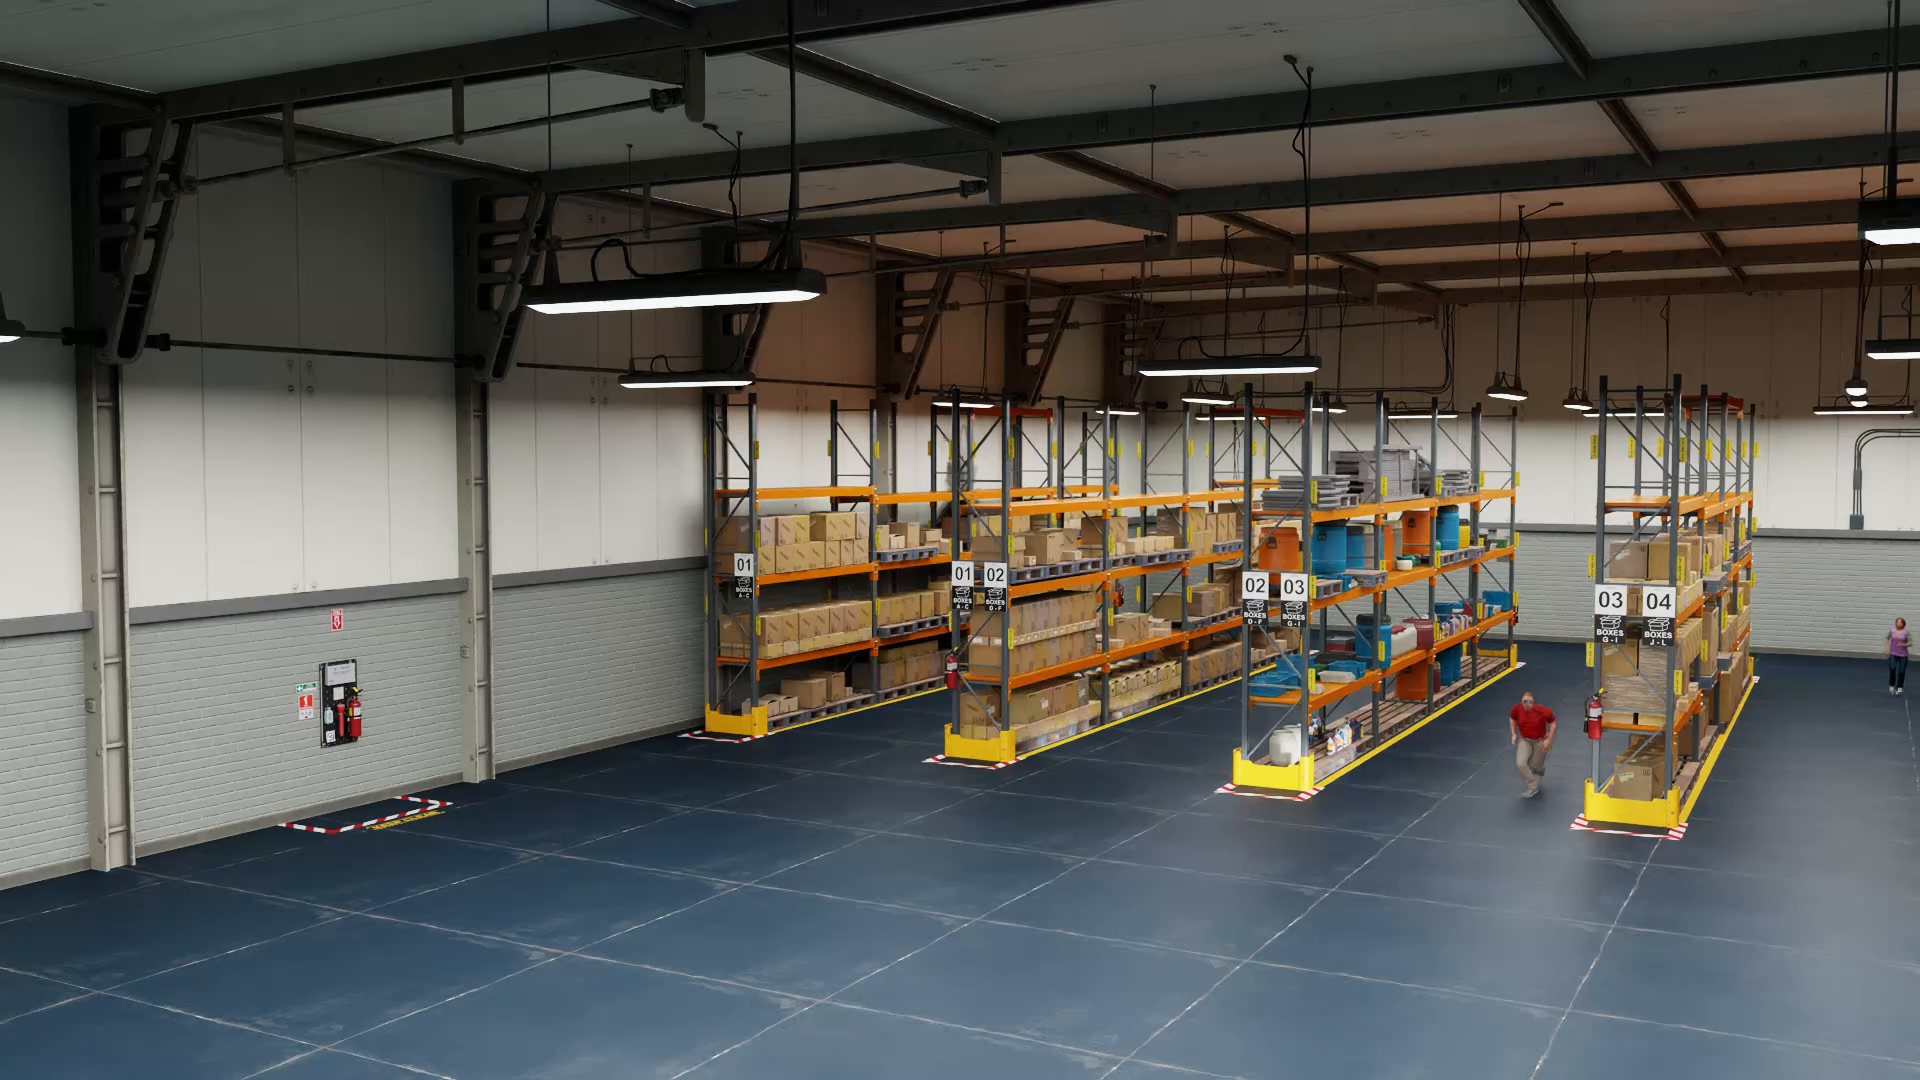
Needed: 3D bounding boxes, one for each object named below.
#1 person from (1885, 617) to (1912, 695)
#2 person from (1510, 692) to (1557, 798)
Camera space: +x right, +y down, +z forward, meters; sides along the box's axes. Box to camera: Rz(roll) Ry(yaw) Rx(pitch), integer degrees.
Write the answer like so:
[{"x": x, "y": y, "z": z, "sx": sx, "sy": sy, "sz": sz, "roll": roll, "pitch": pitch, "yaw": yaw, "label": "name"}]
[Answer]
[{"x": 19.122, "y": 2.372, "z": 33.910, "sx": 0.509, "sy": 1.586, "sz": 0.663, "roll": 2, "pitch": 4, "yaw": 32, "label": "person"}, {"x": 8.348, "y": 2.940, "z": 24.134, "sx": 0.670, "sy": 1.571, "sz": 1.011, "roll": 2, "pitch": 4, "yaw": 34, "label": "person"}]
